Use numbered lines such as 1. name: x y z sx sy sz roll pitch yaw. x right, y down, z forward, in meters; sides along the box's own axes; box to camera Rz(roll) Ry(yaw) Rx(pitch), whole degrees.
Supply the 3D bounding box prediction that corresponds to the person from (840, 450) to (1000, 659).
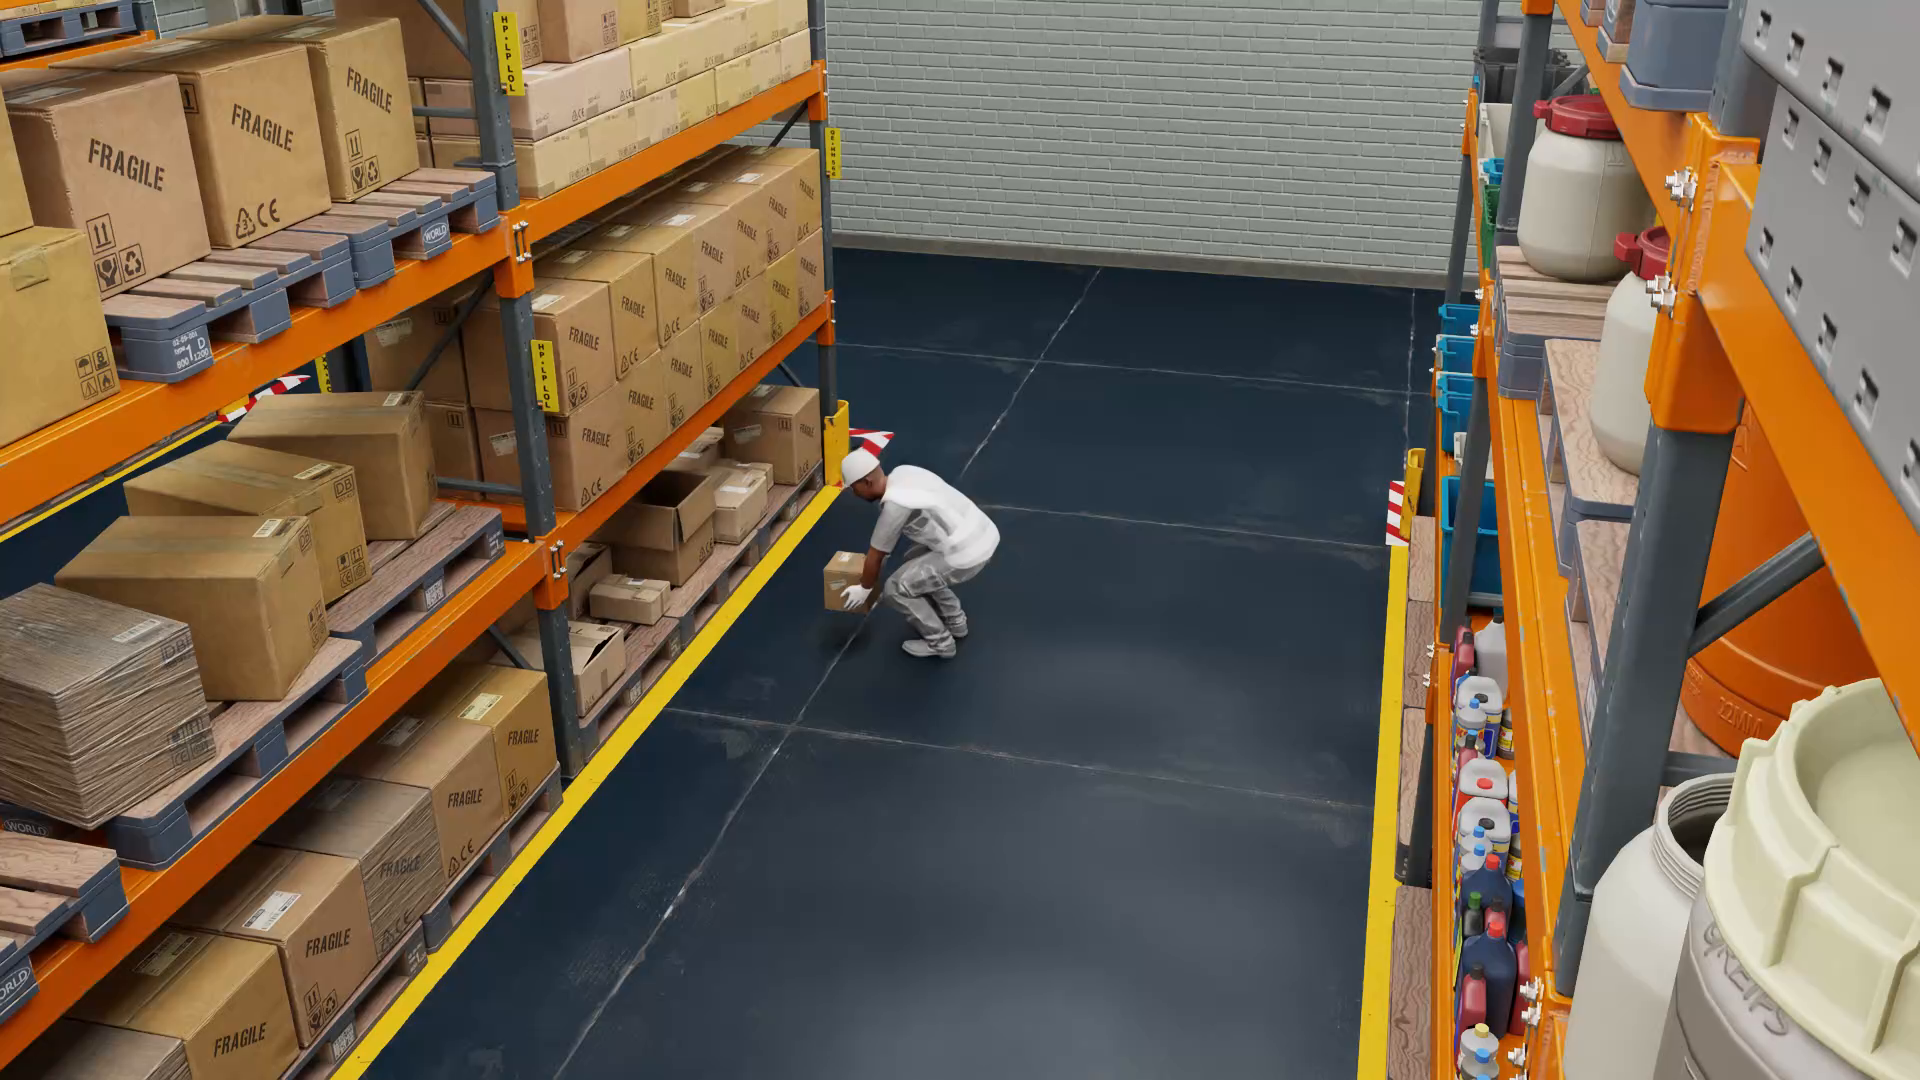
1. person: -0.227 0.072 9.172 0.858 1.157 0.593 6 26 13
